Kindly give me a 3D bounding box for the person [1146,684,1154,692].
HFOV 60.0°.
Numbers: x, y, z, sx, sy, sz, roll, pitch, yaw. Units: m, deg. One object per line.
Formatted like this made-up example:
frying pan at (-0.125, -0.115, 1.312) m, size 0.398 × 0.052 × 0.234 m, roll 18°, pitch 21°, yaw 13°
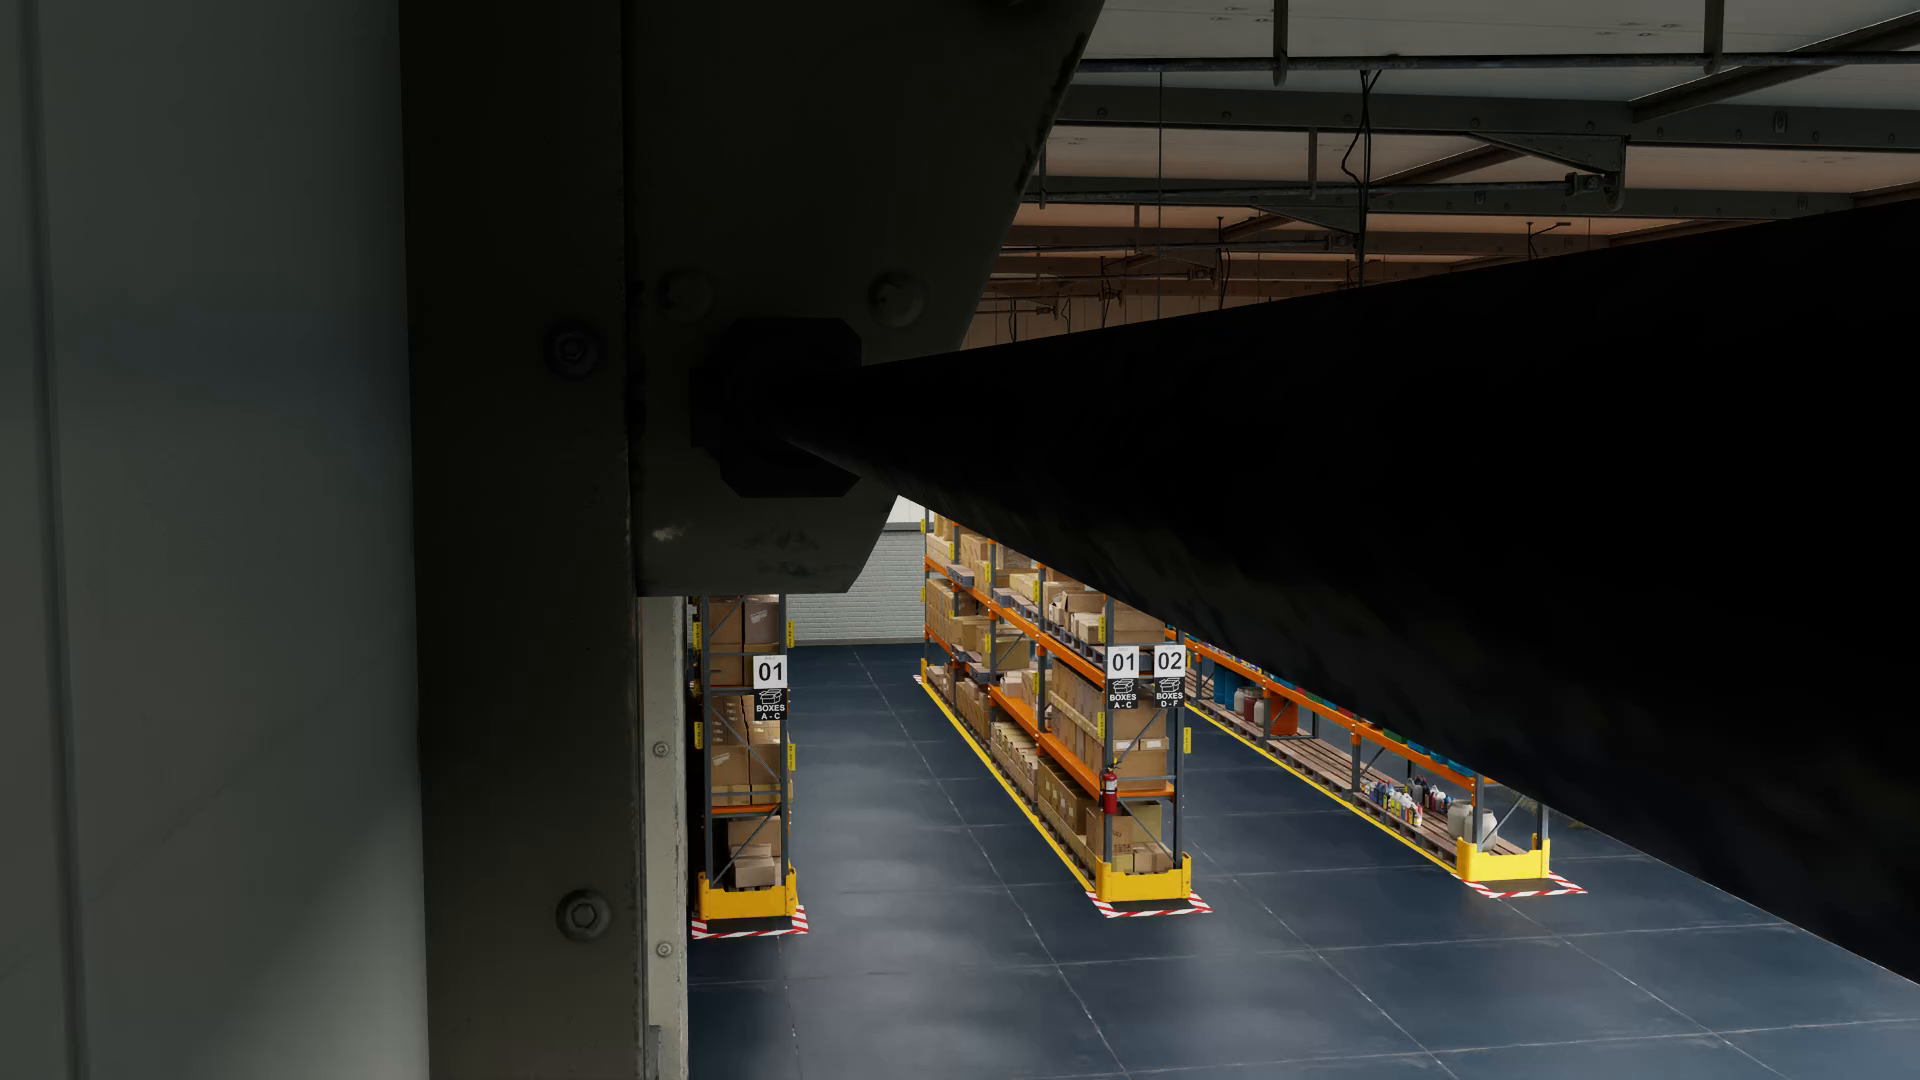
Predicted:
person at (3.753, 2.777, 32.014) m, size 0.577 × 1.546 × 0.920 m, roll 0°, pitch 5°, yaw -1°
